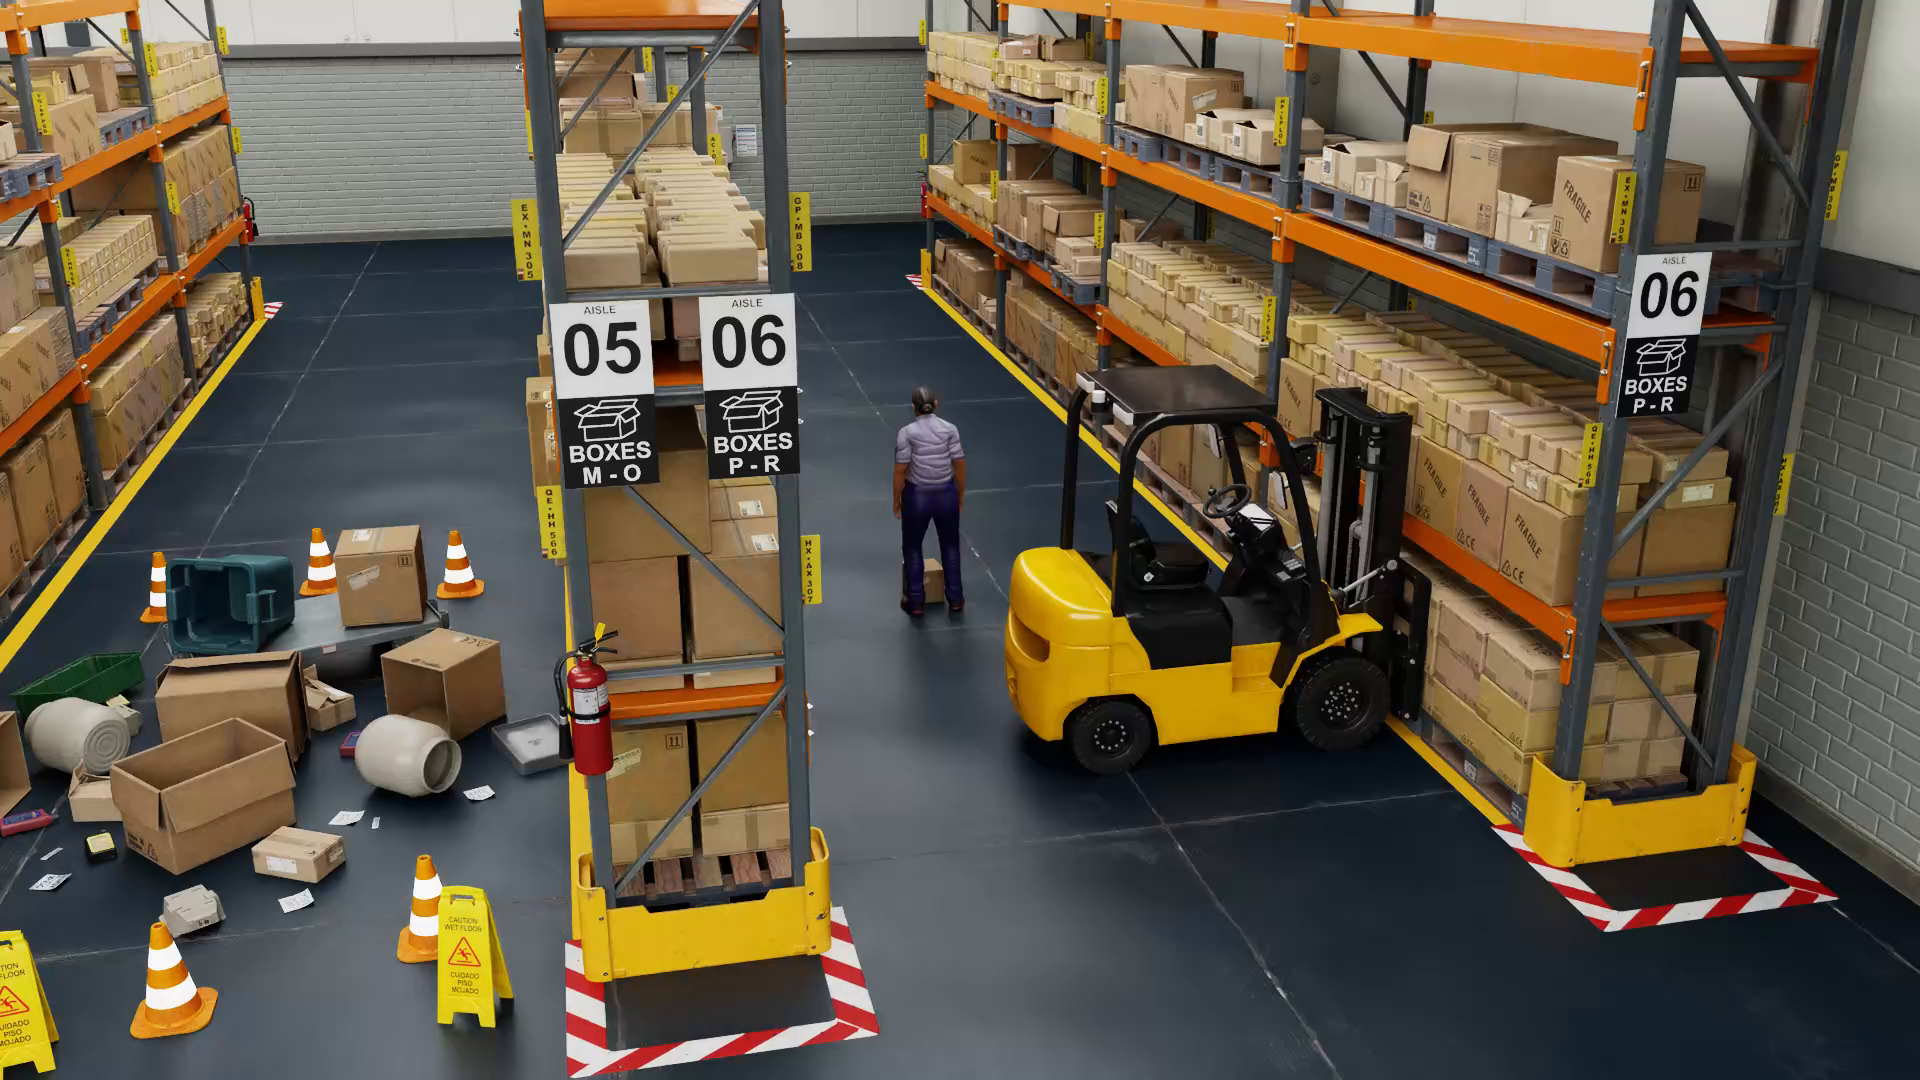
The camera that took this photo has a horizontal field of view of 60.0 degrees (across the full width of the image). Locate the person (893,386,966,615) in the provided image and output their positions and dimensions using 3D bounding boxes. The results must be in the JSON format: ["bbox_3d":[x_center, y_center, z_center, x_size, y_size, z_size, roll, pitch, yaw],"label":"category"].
[{"bbox_3d":[-0.210,-0.275,11.849,0.546,1.651,0.367,-5,20,-13],"label":"person"}]
